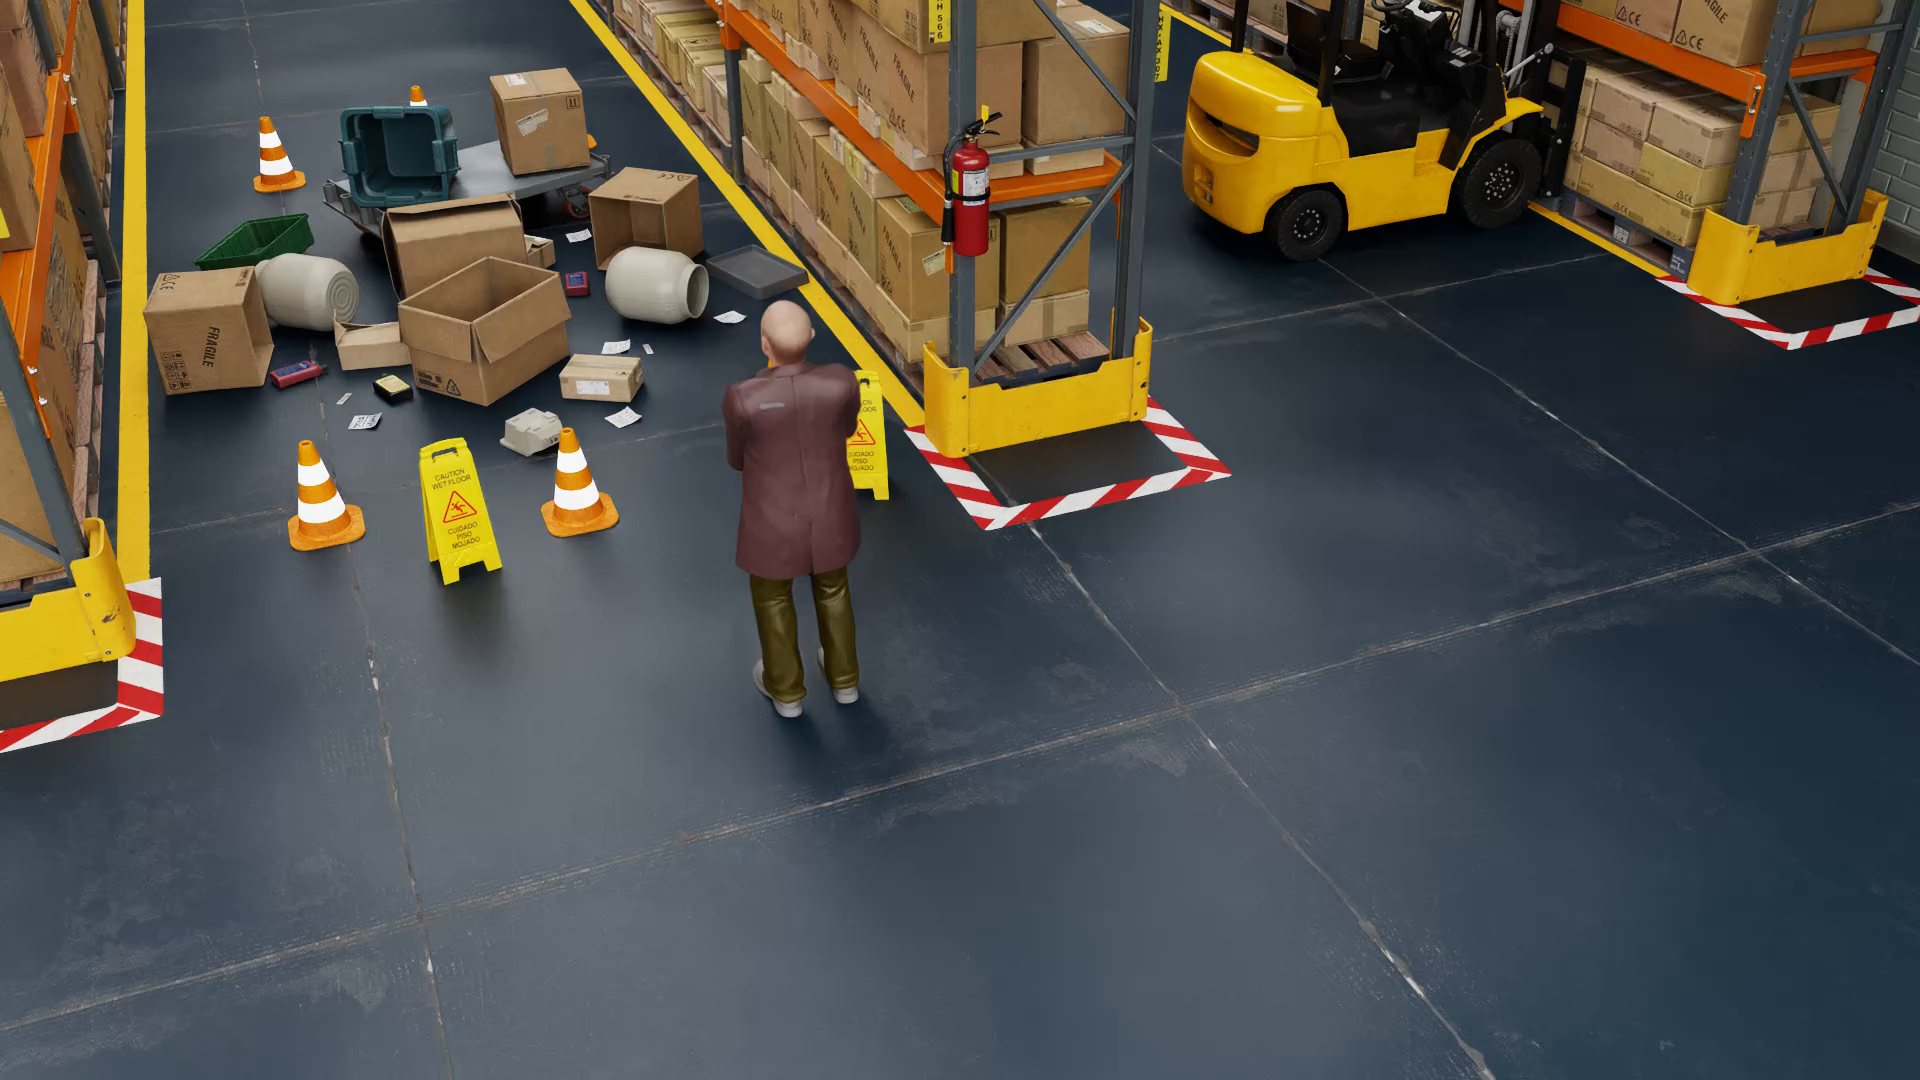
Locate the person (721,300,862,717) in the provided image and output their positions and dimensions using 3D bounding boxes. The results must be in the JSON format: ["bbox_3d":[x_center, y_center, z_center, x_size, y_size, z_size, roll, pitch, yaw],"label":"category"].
[{"bbox_3d":[-0.661,-0.170,6.420,0.528,1.773,0.558,-12,35,-18],"label":"person"}]
